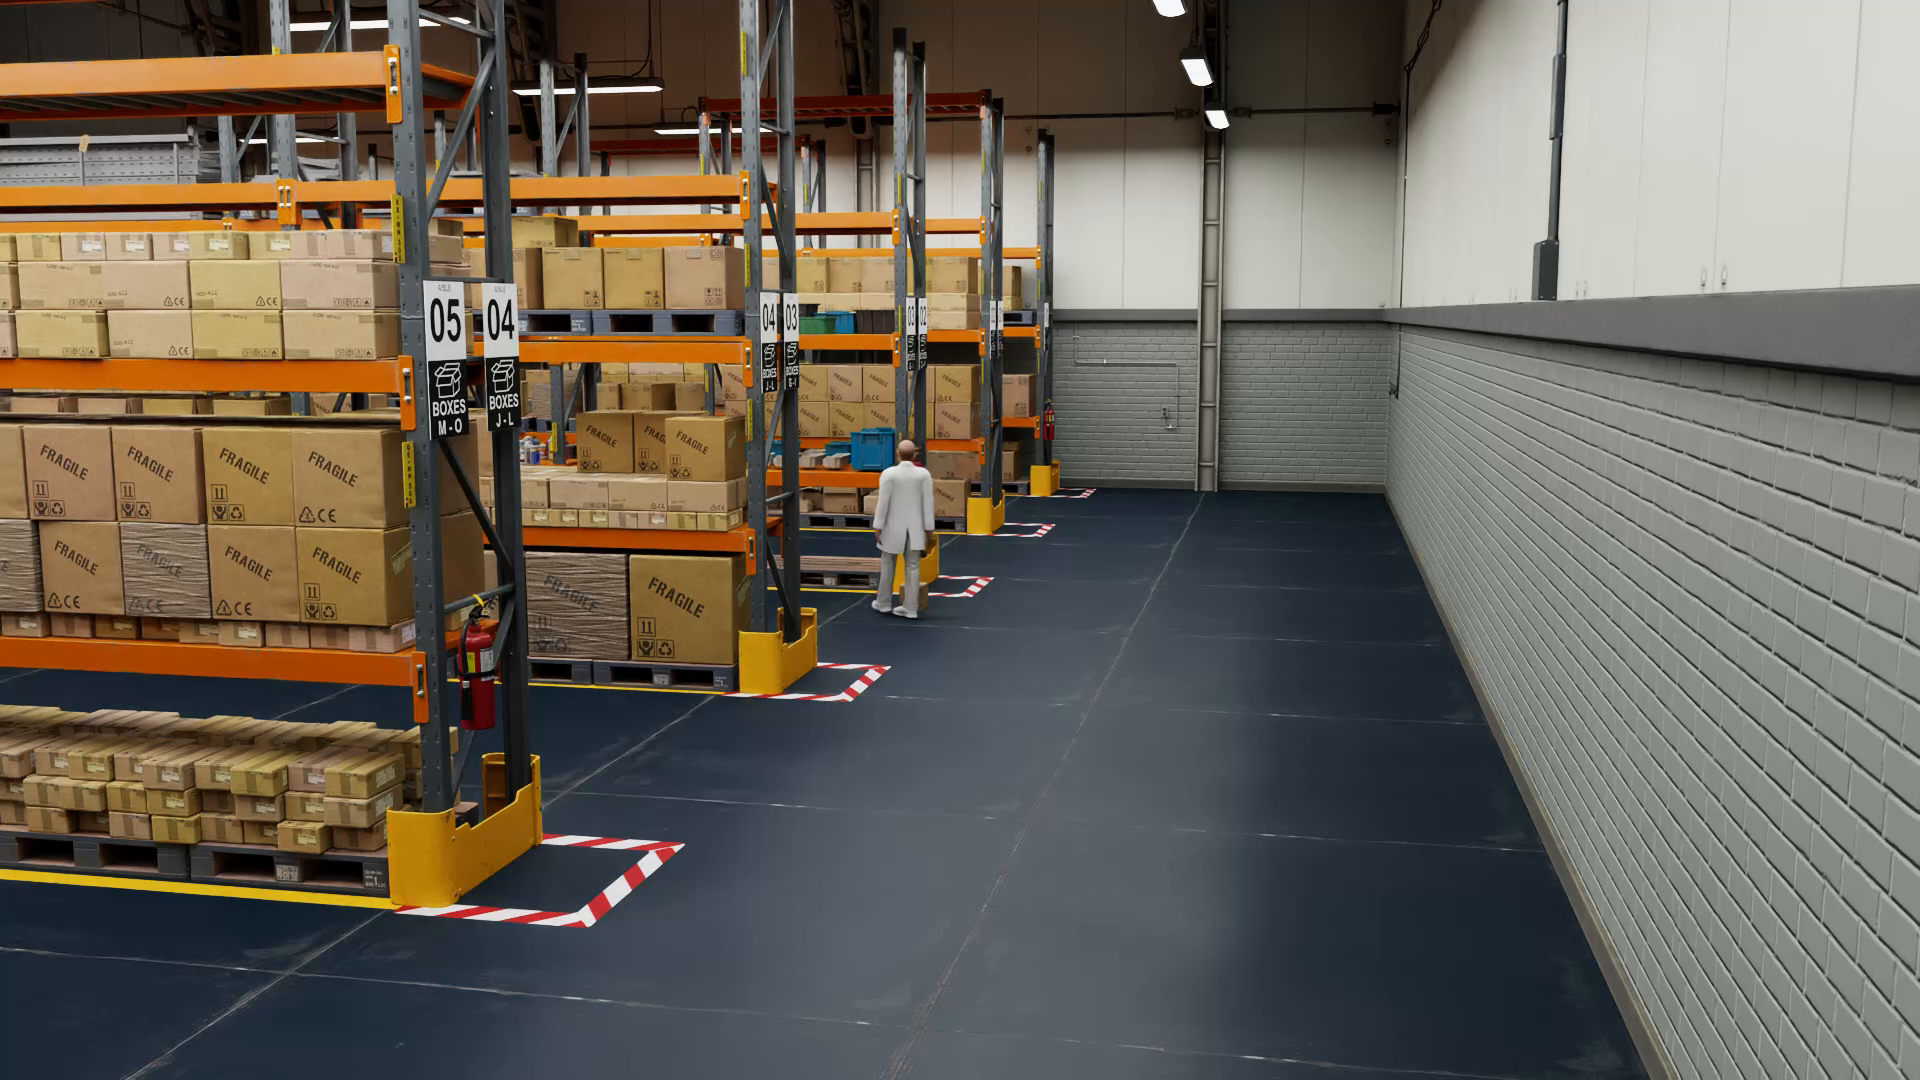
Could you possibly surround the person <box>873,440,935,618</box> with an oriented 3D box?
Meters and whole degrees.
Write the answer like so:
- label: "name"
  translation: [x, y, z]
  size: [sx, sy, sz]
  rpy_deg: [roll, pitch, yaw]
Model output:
- label: "person"
  translation: [-0.596, -0.132, 16.759]
  size: [0.625, 1.778, 0.702]
  rpy_deg: [-2, 8, -12]
